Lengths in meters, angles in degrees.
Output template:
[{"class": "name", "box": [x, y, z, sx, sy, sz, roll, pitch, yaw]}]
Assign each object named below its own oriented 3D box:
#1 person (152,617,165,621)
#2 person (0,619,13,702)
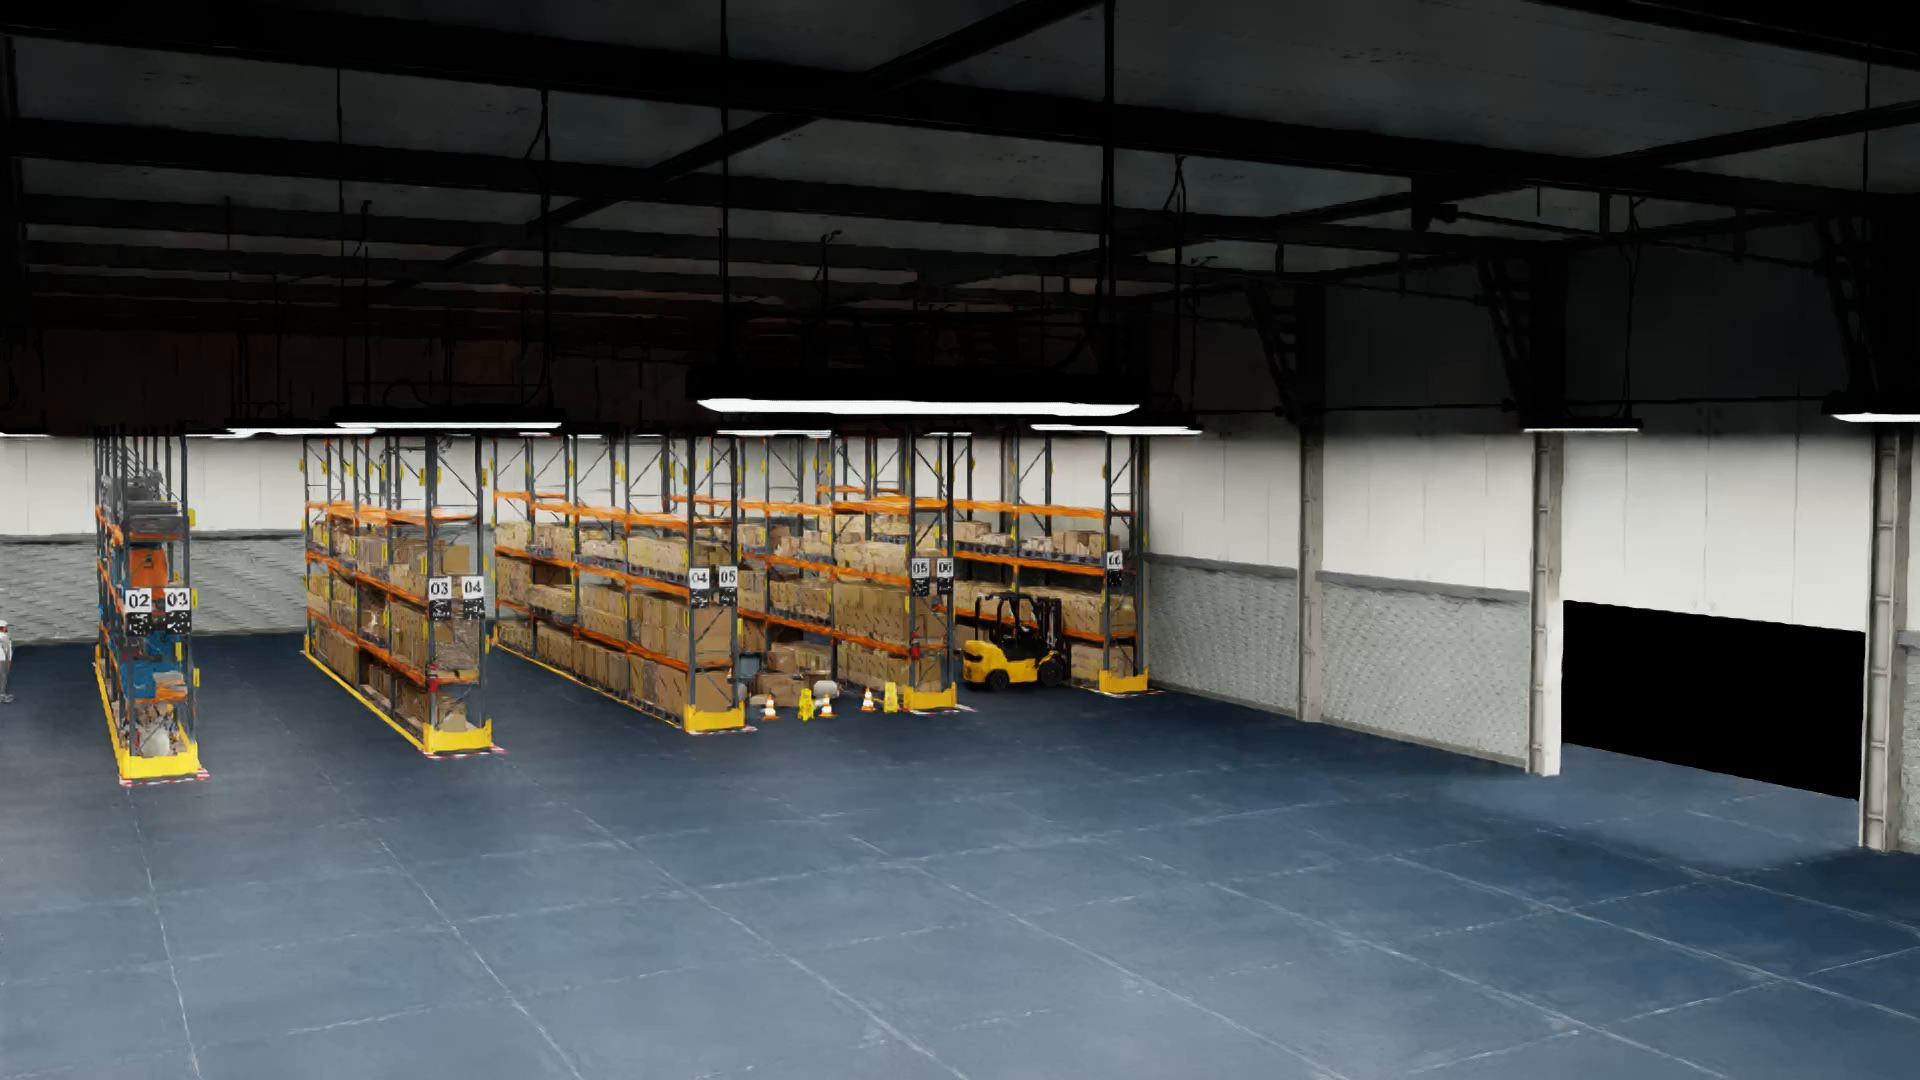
[{"class": "person", "box": [-21.103, 2.198, 43.887, 0.838, 1.723, 0.713, 3, 5, 40]}, {"class": "person", "box": [-20.862, 2.620, 36.308, 0.598, 1.782, 0.463, 3, 4, 36]}]
